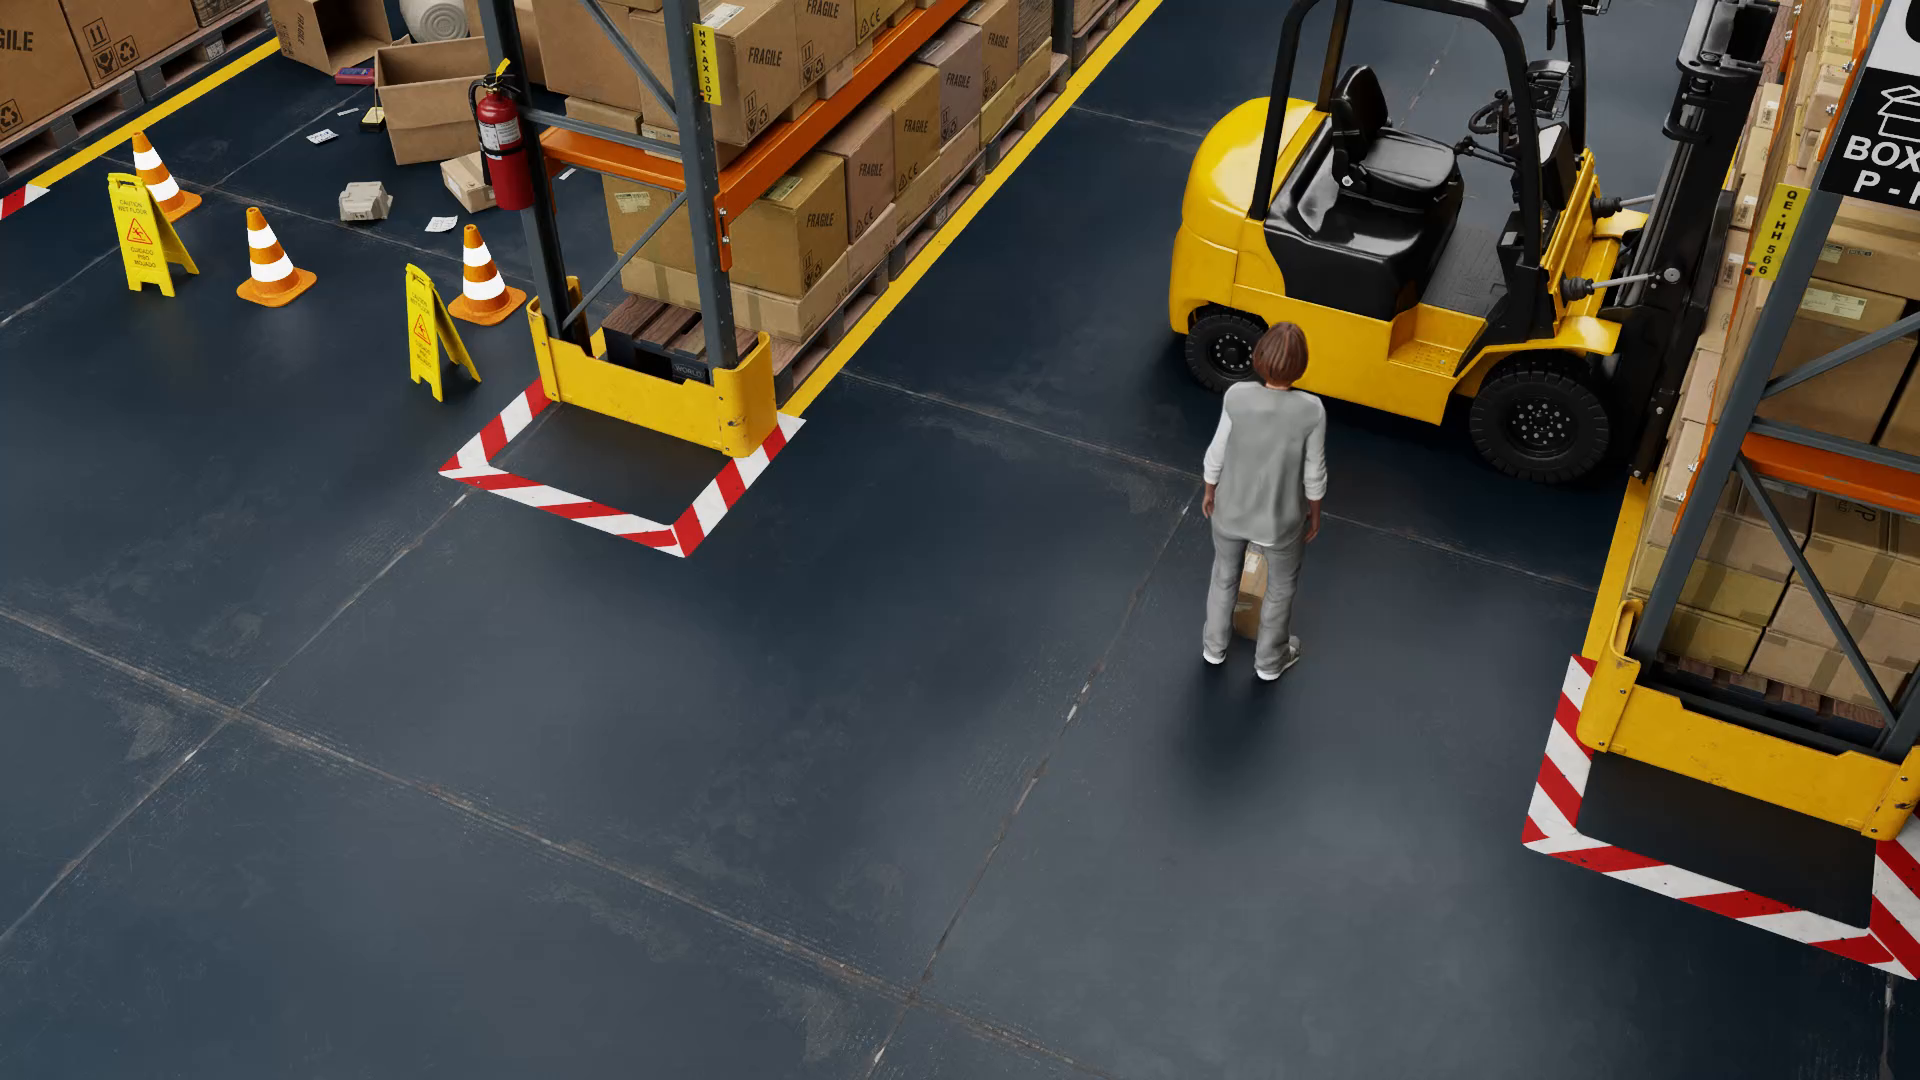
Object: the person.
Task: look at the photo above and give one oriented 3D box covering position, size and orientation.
[{"bbox_3d":[1.140,-0.109,6.289,0.475,1.591,0.347,15,45,16],"label":"person"}]
